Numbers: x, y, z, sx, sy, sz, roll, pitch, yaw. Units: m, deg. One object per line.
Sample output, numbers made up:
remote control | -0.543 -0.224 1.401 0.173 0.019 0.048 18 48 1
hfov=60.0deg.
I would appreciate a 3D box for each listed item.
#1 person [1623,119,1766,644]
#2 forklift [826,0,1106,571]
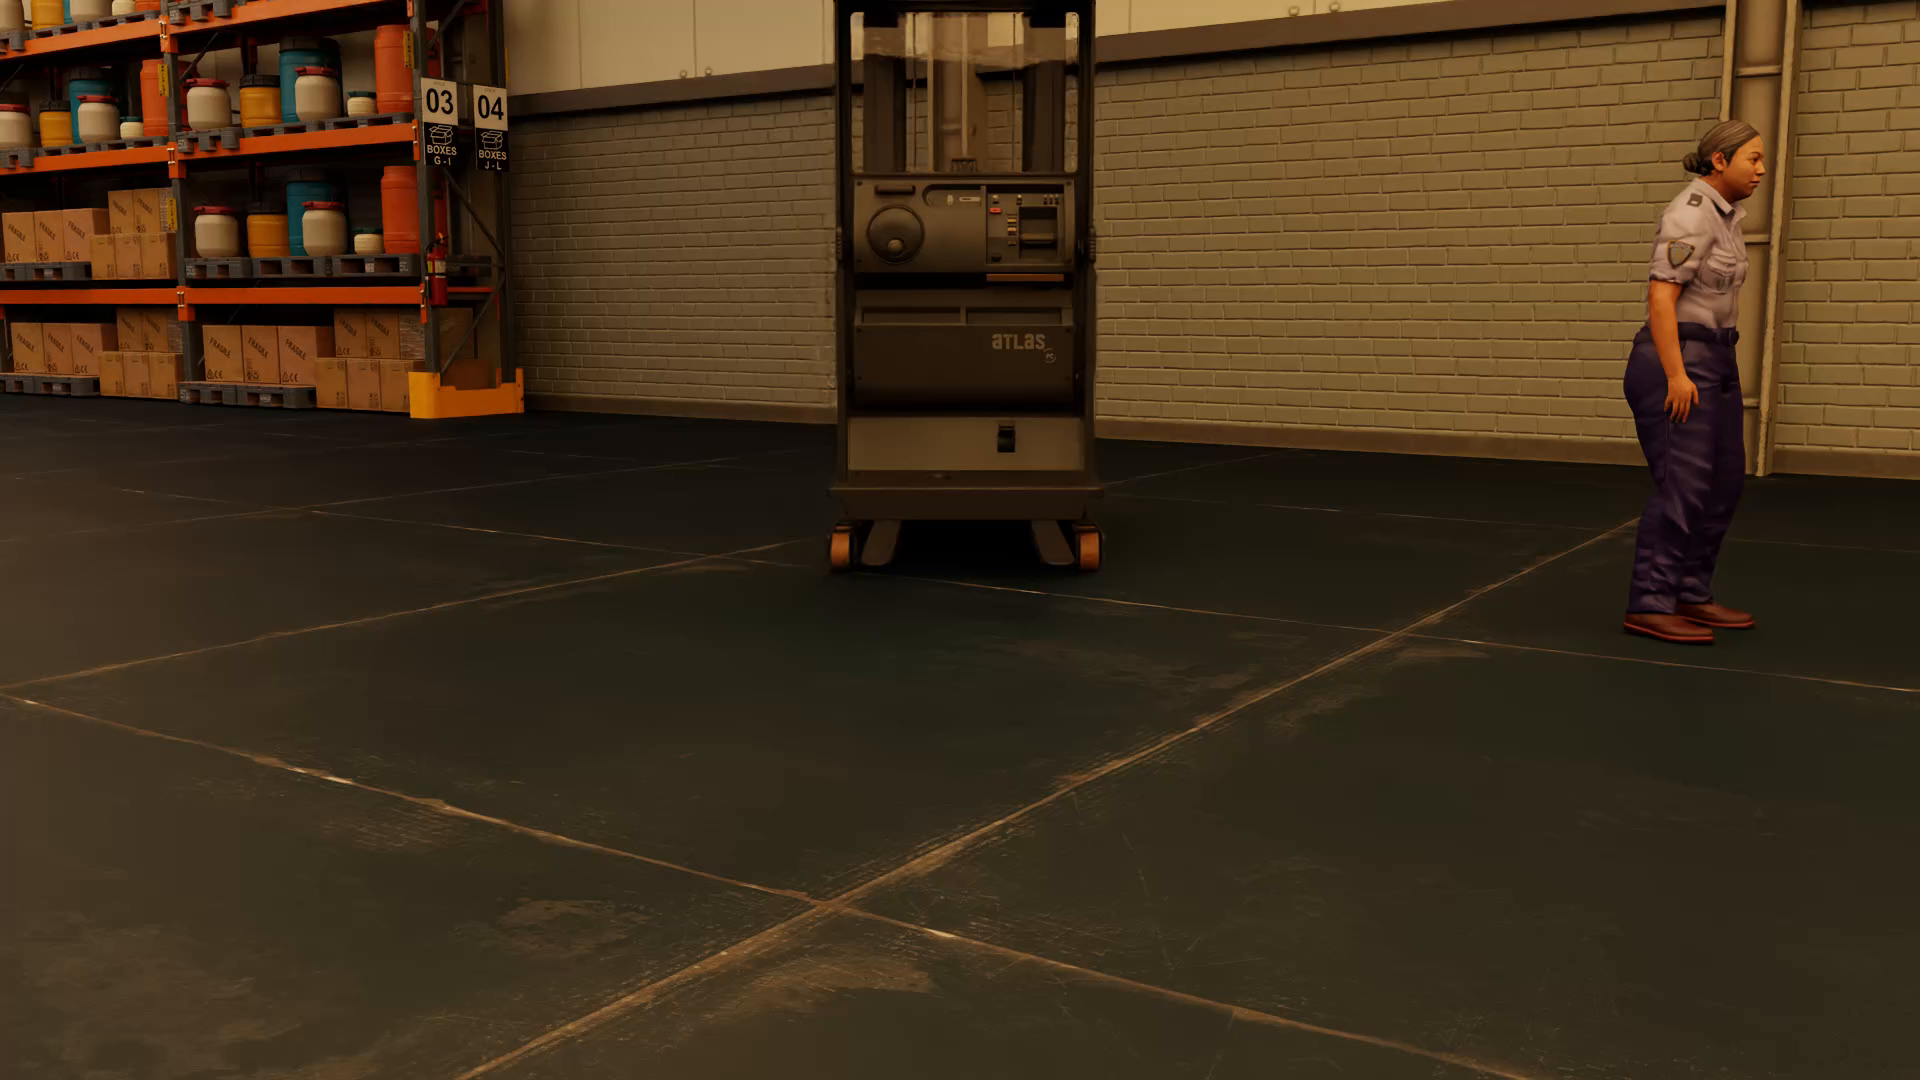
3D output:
person | 2.390 -0.519 5.414 0.376 1.653 0.533 7 11 41
forklift | 0.020 -1.364 6.788 1.130 2.935 3.031 0 8 0
